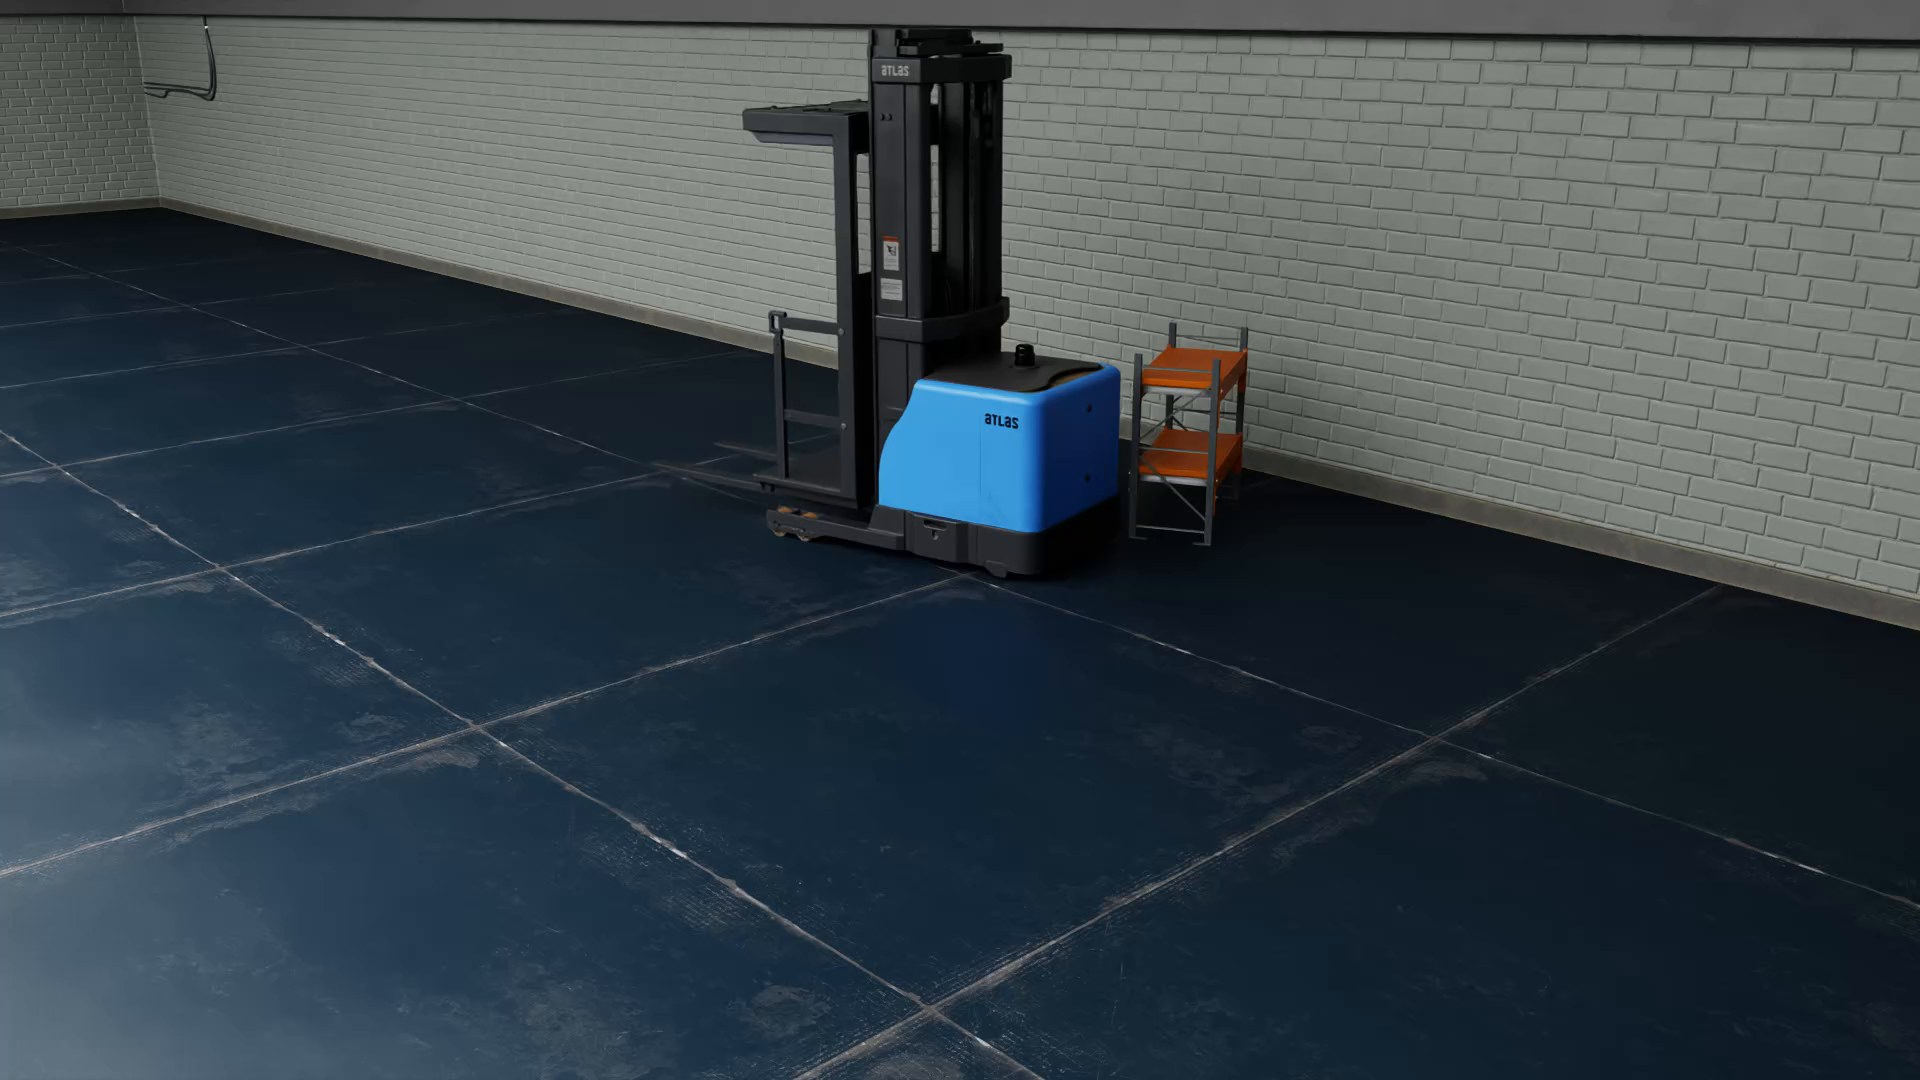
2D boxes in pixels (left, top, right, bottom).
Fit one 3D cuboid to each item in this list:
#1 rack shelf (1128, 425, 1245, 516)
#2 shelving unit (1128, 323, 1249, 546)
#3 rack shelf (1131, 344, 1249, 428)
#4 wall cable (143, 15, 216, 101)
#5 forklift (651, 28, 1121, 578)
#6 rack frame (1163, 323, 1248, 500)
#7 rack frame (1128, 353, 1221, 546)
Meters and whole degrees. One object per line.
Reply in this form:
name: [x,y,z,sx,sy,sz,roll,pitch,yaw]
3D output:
rack shelf: [1.416,-0.443,10.320,0.538,0.278,1.000,6,19,17]
shelving unit: [1.416,-0.676,10.245,0.538,1.125,1.048,6,19,17]
rack shelf: [1.416,-0.954,10.155,0.538,0.278,1.000,6,19,17]
wall cable: [-11.579,-7.710,24.210,0.112,2.526,3.097,-16,24,-41]
forklift: [-0.566,-1.512,9.895,3.031,2.935,1.130,11,21,32]
rack frame: [1.574,-0.825,10.704,0.500,1.125,0.032,6,19,17]
rack frame: [1.257,-0.527,9.786,0.500,1.125,0.032,6,19,17]
